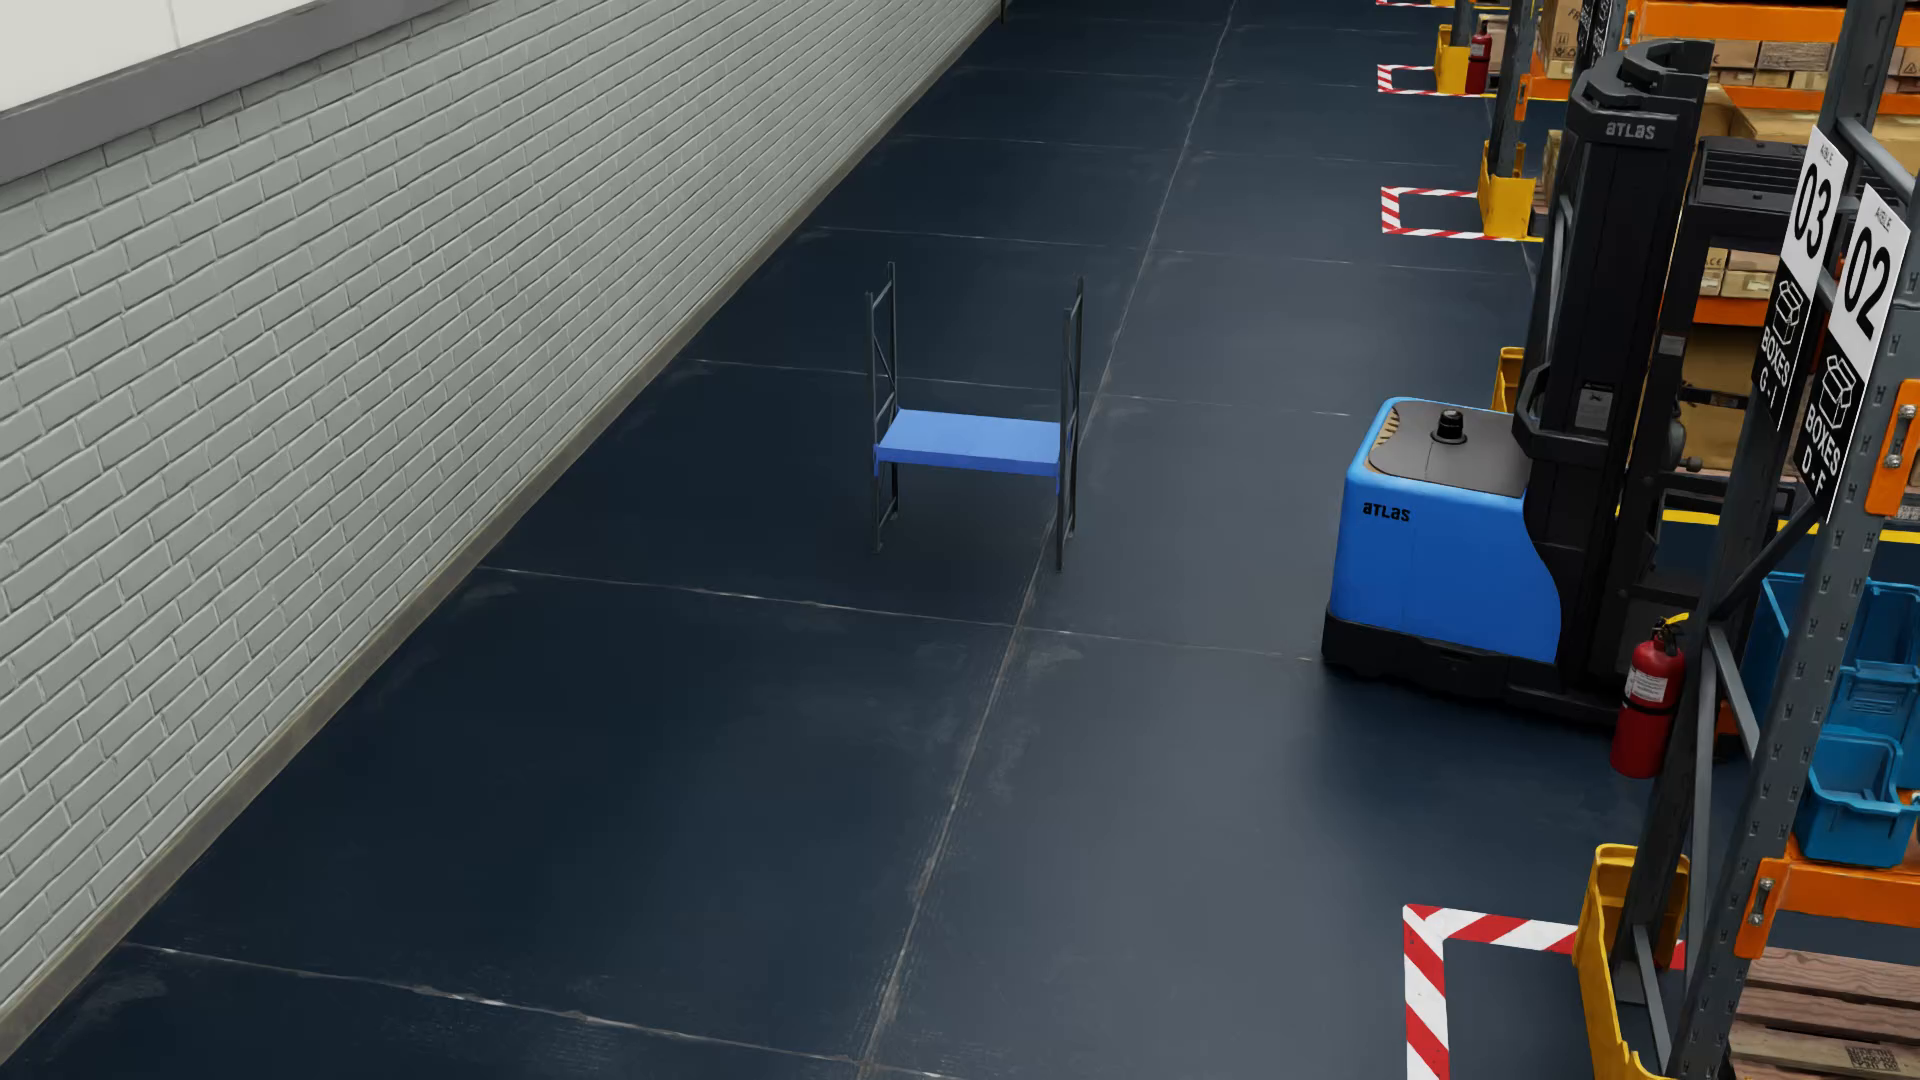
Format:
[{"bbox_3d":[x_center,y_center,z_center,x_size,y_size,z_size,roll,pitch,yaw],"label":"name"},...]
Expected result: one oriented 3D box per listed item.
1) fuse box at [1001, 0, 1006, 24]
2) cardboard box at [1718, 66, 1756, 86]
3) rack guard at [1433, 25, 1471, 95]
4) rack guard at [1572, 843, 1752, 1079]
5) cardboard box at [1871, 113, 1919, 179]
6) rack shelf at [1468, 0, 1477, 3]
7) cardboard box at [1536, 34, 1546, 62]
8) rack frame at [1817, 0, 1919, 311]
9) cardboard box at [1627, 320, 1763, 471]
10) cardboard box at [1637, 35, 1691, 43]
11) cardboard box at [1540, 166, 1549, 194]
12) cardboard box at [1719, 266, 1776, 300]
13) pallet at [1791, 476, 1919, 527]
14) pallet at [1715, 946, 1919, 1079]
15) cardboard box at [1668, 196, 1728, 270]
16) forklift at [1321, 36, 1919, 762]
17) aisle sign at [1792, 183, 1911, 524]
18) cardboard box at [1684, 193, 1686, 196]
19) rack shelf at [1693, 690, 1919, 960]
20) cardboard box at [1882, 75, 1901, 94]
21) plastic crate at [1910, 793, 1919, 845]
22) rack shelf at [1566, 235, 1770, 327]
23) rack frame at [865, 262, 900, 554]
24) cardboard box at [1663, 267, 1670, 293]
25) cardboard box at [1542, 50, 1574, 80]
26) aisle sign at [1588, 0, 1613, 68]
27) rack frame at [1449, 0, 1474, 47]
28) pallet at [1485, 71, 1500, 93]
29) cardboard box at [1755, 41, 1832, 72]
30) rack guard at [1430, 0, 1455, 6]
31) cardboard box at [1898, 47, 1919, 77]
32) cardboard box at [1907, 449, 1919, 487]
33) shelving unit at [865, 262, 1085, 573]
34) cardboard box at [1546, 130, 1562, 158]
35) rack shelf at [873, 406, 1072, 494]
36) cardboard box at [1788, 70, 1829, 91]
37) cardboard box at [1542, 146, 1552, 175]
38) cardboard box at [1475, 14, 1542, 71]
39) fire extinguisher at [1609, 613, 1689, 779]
[{"bbox_3d":[0.588,-7.413,21.008,0.414,1.711,0.539,6,29,11],"label":"fuse box"},{"bbox_3d":[6.127,-3.723,13.189,0.250,0.149,0.380,5,29,10],"label":"cardboard box"},{"bbox_3d":[5.503,-5.357,18.515,0.348,0.500,1.175,6,29,11],"label":"rack guard"},{"bbox_3d":[2.396,1.629,5.754,0.348,0.500,1.175,6,29,11],"label":"rack guard"},{"bbox_3d":[4.867,-1.917,8.693,0.500,0.500,0.500,5,29,9],"label":"cardboard box"},{"bbox_3d":[7.482,-5.935,17.717,4.000,0.370,1.077,6,29,11],"label":"rack shelf"},{"bbox_3d":[4.969,-4.106,13.889,0.250,0.149,0.380,6,29,11],"label":"cardboard box"},{"bbox_3d":[2.422,-2.103,3.720,0.127,3.000,1.000,6,29,11],"label":"rack frame"},{"bbox_3d":[4.099,-1.023,9.770,0.875,0.875,0.875,6,29,11],"label":"cardboard box"},{"bbox_3d":[5.501,-4.074,13.155,0.500,0.500,0.500,6,29,11],"label":"cardboard box"},{"bbox_3d":[5.150,-3.095,14.312,0.250,0.149,0.380,6,29,11],"label":"cardboard box"},{"bbox_3d":[4.237,-1.446,9.029,0.250,0.149,0.380,5,29,9],"label":"cardboard box"},{"bbox_3d":[5.445,-0.407,9.774,1.213,0.211,1.003,6,29,11],"label":"pallet"},{"bbox_3d":[3.221,1.853,5.646,1.213,0.211,1.003,6,29,11],"label":"pallet"},{"bbox_3d":[3.870,-1.687,9.054,0.500,0.250,0.500,5,29,9],"label":"cardboard box"},{"bbox_3d":[3.324,-0.585,7.266,3.031,2.935,1.130,12,31,21],"label":"forklift"},{"bbox_3d":[2.290,-0.479,4.295,0.004,0.787,0.394,6,29,11],"label":"aisle sign"},{"bbox_3d":[3.986,-1.938,9.513,0.500,0.250,0.500,5,29,10],"label":"cardboard box"},{"bbox_3d":[4.378,1.045,4.967,4.000,0.370,1.077,6,29,11],"label":"rack shelf"},{"bbox_3d":[7.133,-3.604,12.971,0.250,0.149,0.380,5,29,8],"label":"cardboard box"},{"bbox_3d":[2.892,0.869,4.752,0.298,0.136,0.250,6,29,11],"label":"plastic crate"},{"bbox_3d":[5.413,-1.281,9.216,4.000,0.370,1.077,6,29,11],"label":"rack shelf"},{"bbox_3d":[-0.414,-0.700,8.967,0.032,1.500,0.500,6,29,11],"label":"rack frame"},{"bbox_3d":[3.735,-1.497,9.122,0.250,0.149,0.380,6,29,11],"label":"cardboard box"},{"bbox_3d":[4.840,-3.820,13.365,0.250,0.149,0.380,6,29,10],"label":"cardboard box"},{"bbox_3d":[3.324,-2.804,8.541,0.004,0.787,0.394,6,29,11],"label":"aisle sign"},{"bbox_3d":[5.526,-6.451,17.910,0.127,3.000,1.000,6,29,11],"label":"rack frame"},{"bbox_3d":[6.325,-5.185,18.501,1.213,0.211,1.003,6,29,11],"label":"pallet"},{"bbox_3d":[6.478,-3.971,12.966,0.500,0.500,0.500,5,29,9],"label":"cardboard box"},{"bbox_3d":[6.633,-7.679,22.755,0.348,0.500,1.175,6,29,11],"label":"rack guard"},{"bbox_3d":[7.464,-3.858,12.760,0.500,0.500,0.500,5,29,9],"label":"cardboard box"},{"bbox_3d":[5.860,-0.842,9.440,0.875,0.875,0.875,6,29,11],"label":"cardboard box"},{"bbox_3d":[0.083,-0.649,8.874,1.048,1.500,0.538,6,29,11],"label":"shelving unit"},{"bbox_3d":[5.162,-3.377,14.207,0.250,0.149,0.380,6,29,11],"label":"cardboard box"},{"bbox_3d":[0.083,-0.492,8.961,1.000,0.185,0.538,6,29,11],"label":"rack shelf"},{"bbox_3d":[6.631,-3.647,13.049,0.250,0.149,0.380,6,29,12],"label":"cardboard box"},{"bbox_3d":[5.167,-3.262,14.306,0.250,0.149,0.380,5,29,9],"label":"cardboard box"},{"bbox_3d":[6.193,-5.492,18.390,0.875,0.438,0.875,5,29,9],"label":"cardboard box"},{"bbox_3d":[2.370,0.498,5.686,0.183,0.674,0.296,6,29,11],"label":"fire extinguisher"}]
